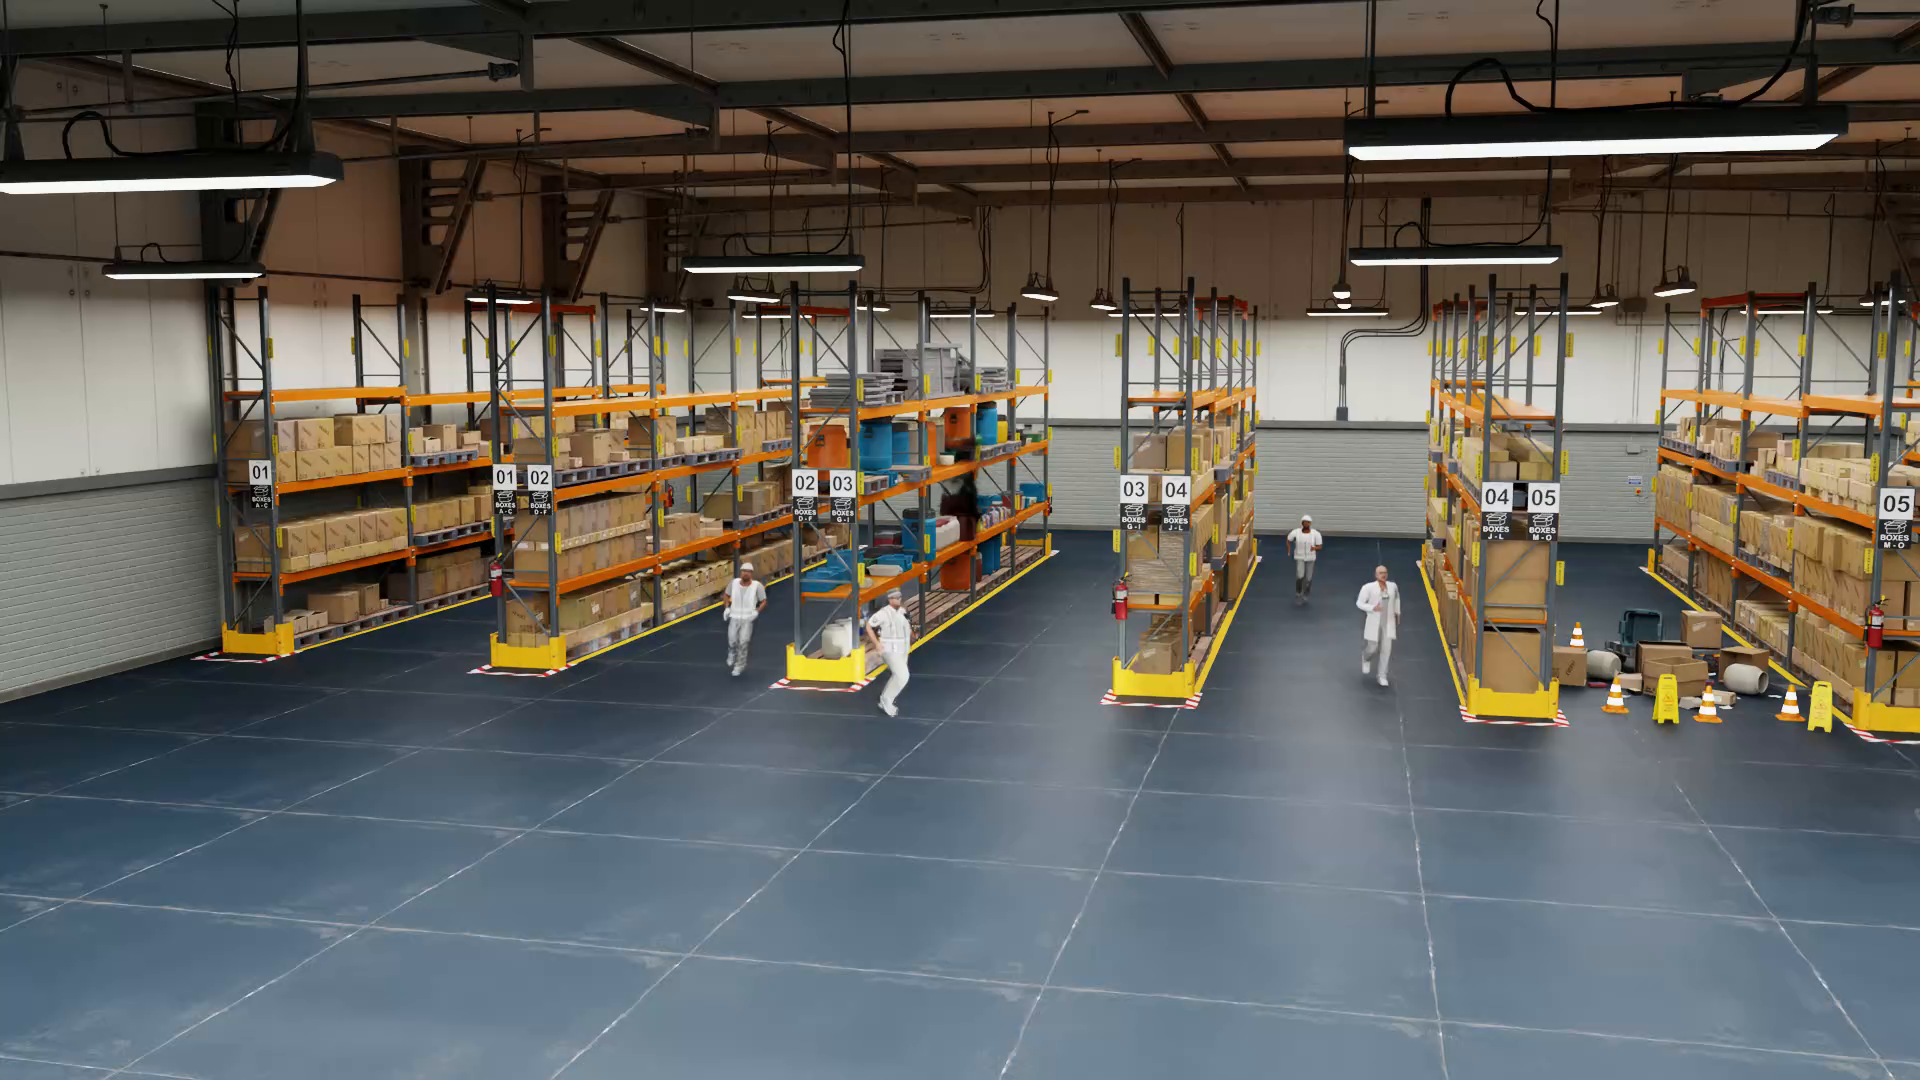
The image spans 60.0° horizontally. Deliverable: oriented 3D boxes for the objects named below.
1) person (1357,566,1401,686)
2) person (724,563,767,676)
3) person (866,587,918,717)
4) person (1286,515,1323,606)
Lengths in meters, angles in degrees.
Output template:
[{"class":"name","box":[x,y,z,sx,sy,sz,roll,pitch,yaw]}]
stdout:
[{"class":"person","box":[6.290,1.256,24.971,0.716,1.753,0.901,0,7,-3]},{"class":"person","box":[-3.318,1.218,25.666,0.689,1.756,0.584,0,7,0]},{"class":"person","box":[-0.869,1.527,22.740,0.698,1.779,0.636,4,8,34]},{"class":"person","box":[6.732,0.404,32.474,0.672,1.785,0.720,1,7,5]}]
